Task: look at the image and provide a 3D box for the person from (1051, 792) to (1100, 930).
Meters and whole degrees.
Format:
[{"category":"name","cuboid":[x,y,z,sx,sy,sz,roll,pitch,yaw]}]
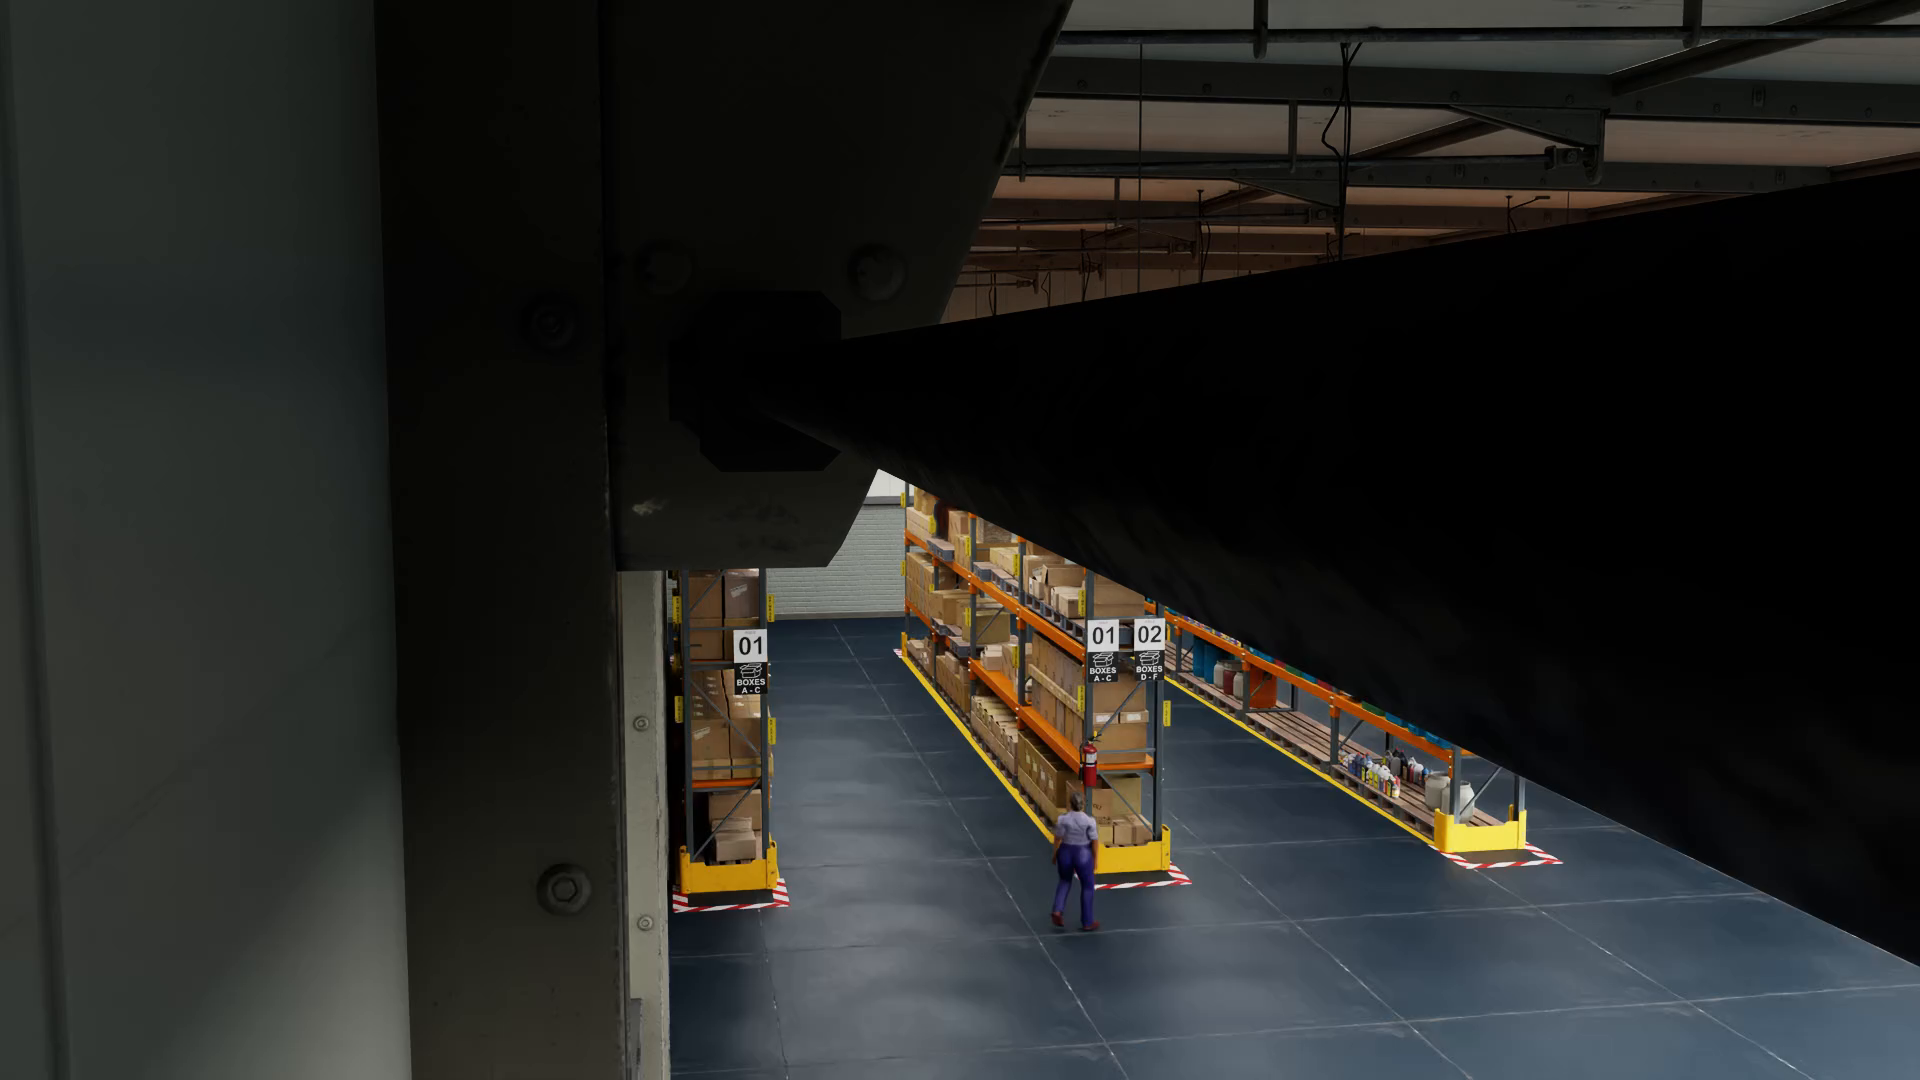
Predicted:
[{"category":"person","cuboid":[1.307,3.595,18.735,0.567,1.623,0.527,3,7,25]}]
